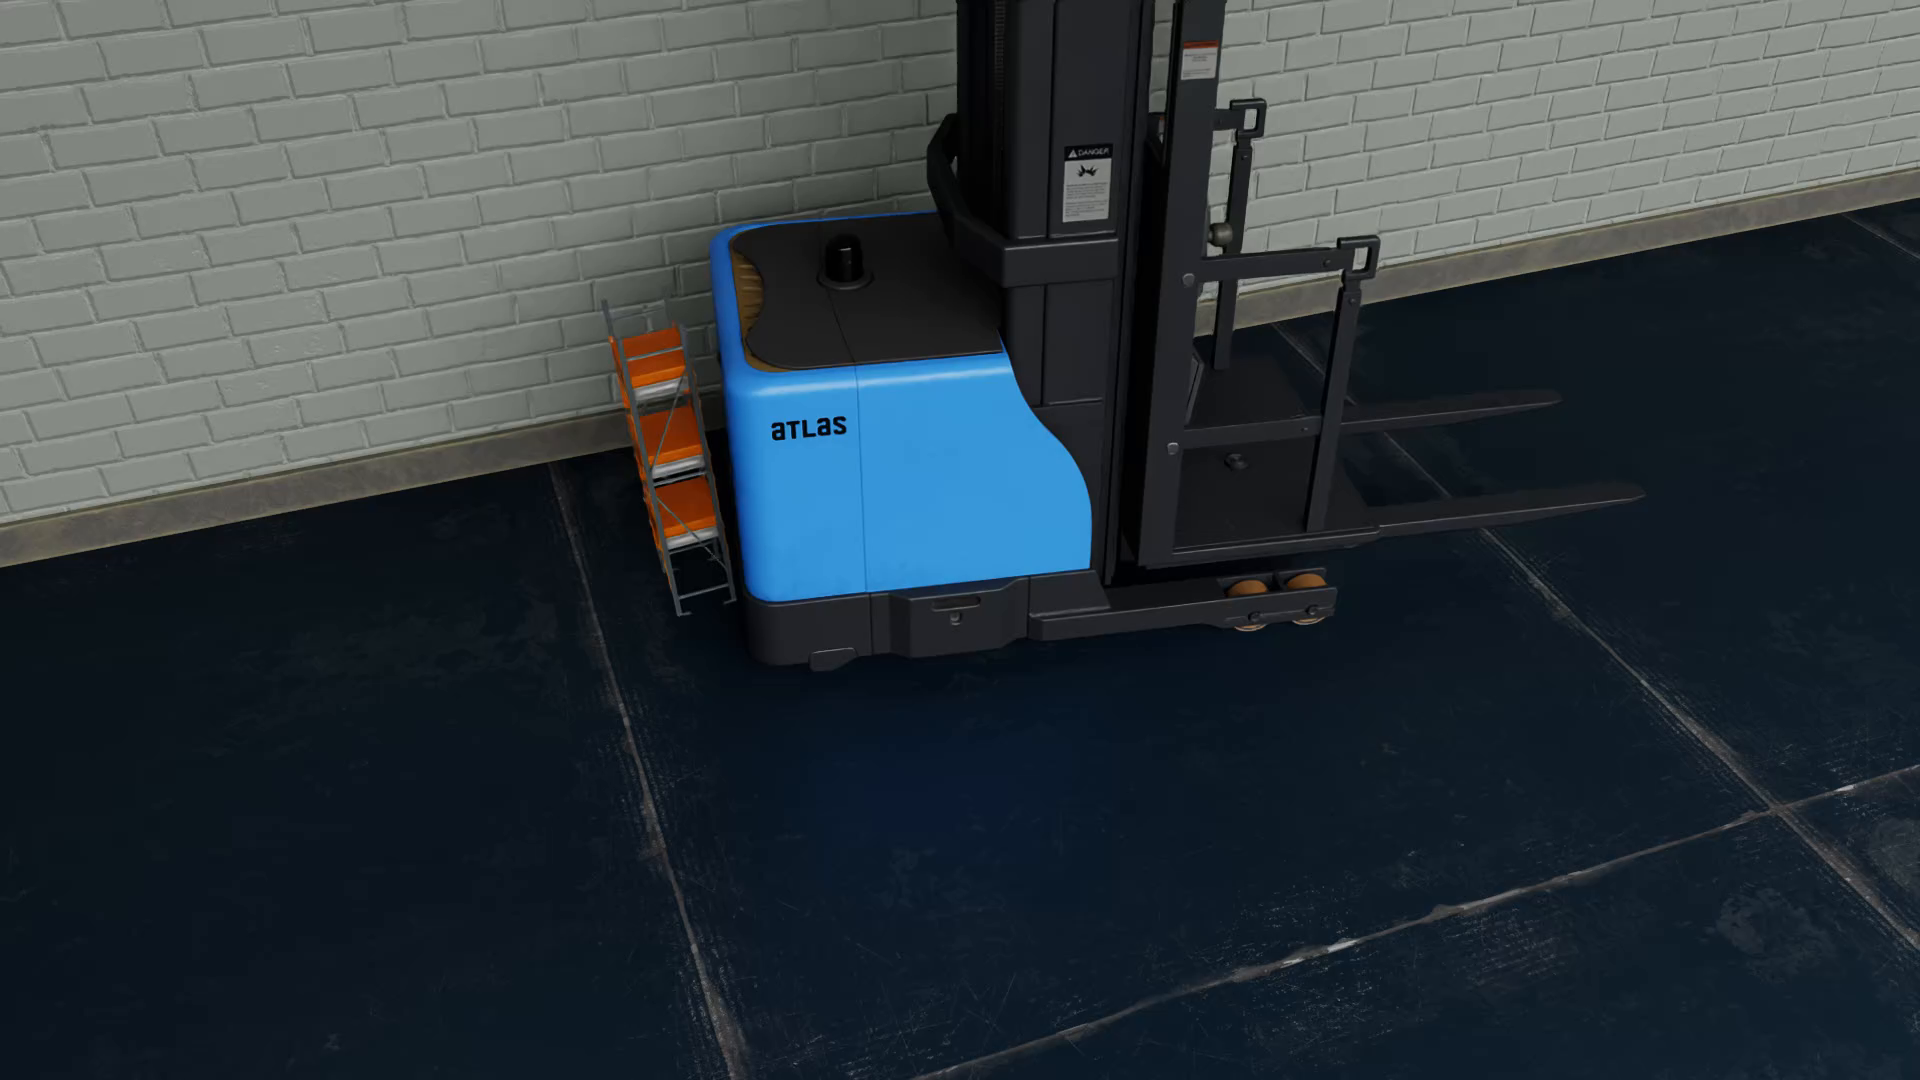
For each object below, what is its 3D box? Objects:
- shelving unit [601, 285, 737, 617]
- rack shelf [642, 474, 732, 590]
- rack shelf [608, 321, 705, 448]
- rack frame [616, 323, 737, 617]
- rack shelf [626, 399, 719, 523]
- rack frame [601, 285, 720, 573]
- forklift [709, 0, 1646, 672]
[{"bbox_3d":[-0.901,-0.258,5.208,0.215,1.050,0.252,-15,39,-13],"label":"shelving unit"},{"bbox_3d":[-0.883,-0.032,5.387,0.215,0.259,0.240,-15,39,-13],"label":"rack shelf"},{"bbox_3d":[-0.918,-0.472,5.040,0.215,0.259,0.240,-15,39,-13],"label":"rack shelf"},{"bbox_3d":[-0.860,-0.189,5.117,0.200,1.050,0.008,-15,39,-13],"label":"rack frame"},{"bbox_3d":[-0.900,-0.250,5.215,0.215,0.259,0.240,-15,39,-13],"label":"rack shelf"},{"bbox_3d":[-0.942,-0.327,5.300,0.200,1.050,0.008,-15,39,-13],"label":"rack frame"},{"bbox_3d":[0.757,-1.184,4.886,3.031,2.935,1.130,-6,37,-8],"label":"forklift"}]
